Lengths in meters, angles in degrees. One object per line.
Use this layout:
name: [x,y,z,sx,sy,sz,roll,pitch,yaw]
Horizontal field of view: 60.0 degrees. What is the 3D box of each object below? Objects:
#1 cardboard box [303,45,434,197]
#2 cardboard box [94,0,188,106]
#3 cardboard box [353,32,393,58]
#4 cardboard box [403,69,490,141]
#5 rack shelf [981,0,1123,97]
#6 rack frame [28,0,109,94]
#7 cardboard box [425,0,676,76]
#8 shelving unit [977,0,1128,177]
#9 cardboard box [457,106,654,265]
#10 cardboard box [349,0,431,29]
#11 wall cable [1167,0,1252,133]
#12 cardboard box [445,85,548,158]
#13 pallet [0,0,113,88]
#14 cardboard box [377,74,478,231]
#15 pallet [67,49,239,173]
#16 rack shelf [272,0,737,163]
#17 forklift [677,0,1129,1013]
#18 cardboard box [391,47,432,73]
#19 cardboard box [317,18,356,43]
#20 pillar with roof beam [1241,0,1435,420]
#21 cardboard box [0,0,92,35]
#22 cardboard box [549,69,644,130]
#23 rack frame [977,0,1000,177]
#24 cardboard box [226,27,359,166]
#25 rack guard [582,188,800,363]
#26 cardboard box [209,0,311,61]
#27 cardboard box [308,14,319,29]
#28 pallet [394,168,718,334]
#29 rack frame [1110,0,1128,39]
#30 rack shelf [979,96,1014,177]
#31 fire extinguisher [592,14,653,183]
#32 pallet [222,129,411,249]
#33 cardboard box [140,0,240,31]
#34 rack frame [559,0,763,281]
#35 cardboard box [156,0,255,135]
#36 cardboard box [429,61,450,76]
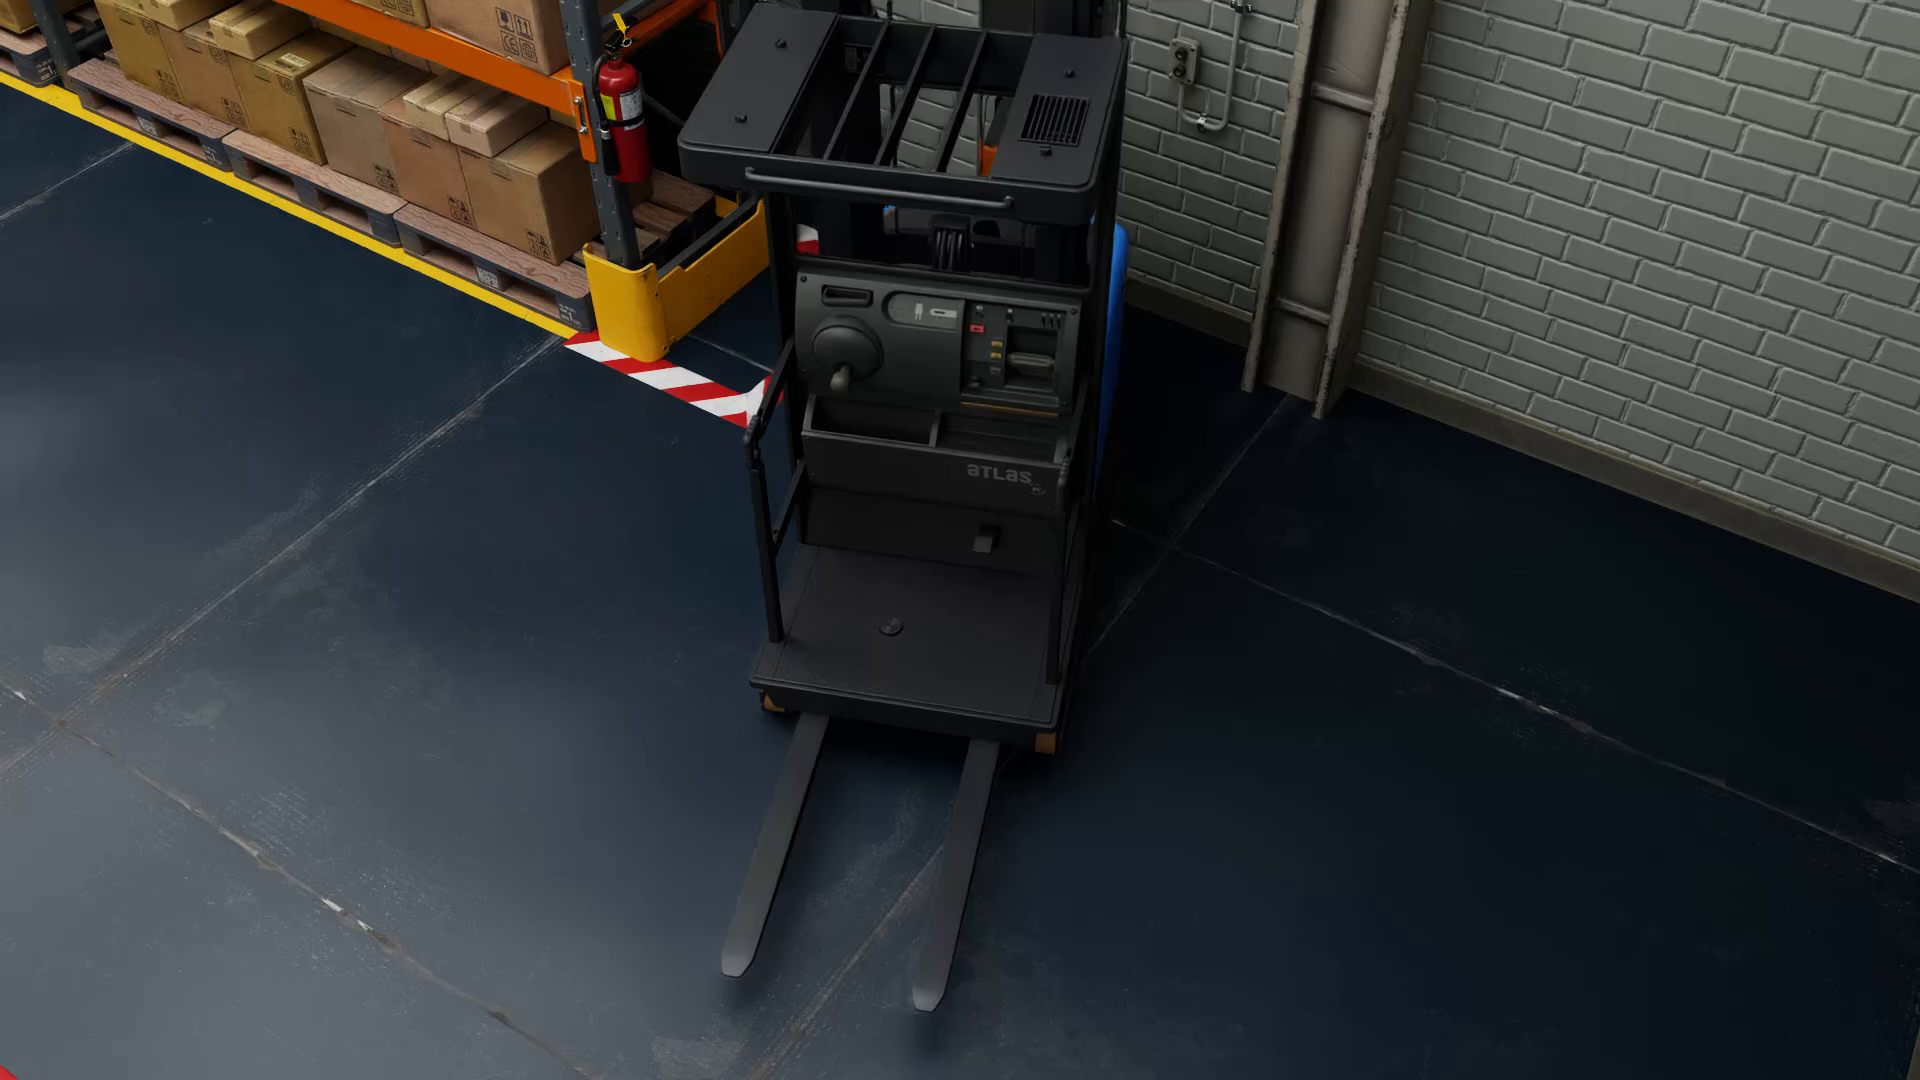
cardboard box: [-2.730,-2.133,8.181,0.500,0.500,0.700,23,50,21]
cardboard box: [-4.034,-2.732,8.763,0.500,0.500,0.700,25,51,23]
cardboard box: [-2.740,-2.533,8.118,0.250,0.149,0.380,25,51,22]
cardboard box: [-2.307,-2.009,7.609,0.250,0.149,0.380,26,51,23]
rack shelf: [0.355,-1.973,6.242,0.480,0.518,0.431,9,46,8]
rack frame: [-4.609,-3.808,8.359,0.127,3.000,1.000,25,51,22]
cardboard box: [-1.676,-2.555,6.932,0.700,0.700,0.980,27,52,24]
shelving unit: [0.353,-1.488,6.727,0.503,2.100,0.431,9,46,8]
cardboard box: [-1.885,-1.745,7.804,0.500,0.500,0.700,25,51,22]
cardboard box: [-2.295,-2.830,7.199,0.700,0.700,0.980,24,51,22]
wall cable: [0.347,-2.689,6.563,1.851,1.984,0.084,25,51,22]
cardboard box: [-2.091,-1.911,7.513,0.250,0.149,0.380,24,51,22]
pallet: [-5.299,-3.089,9.605,1.213,0.211,1.003,25,51,22]
cardboard box: [-2.306,-1.939,7.993,0.500,0.500,0.700,25,51,22]
pallet: [-4.011,-2.495,9.027,1.213,0.211,1.003,25,51,22]
rack shelf: [-2.925,-2.783,7.864,4.000,0.370,1.077,25,51,22]
forklift: [-0.117,-0.543,5.234,1.130,2.935,3.031,8,46,8]
cardboard box: [-2.523,-2.434,8.022,0.250,0.149,0.380,25,51,23]
cardboard box: [-2.953,-2.632,8.214,0.250,0.149,0.380,24,50,21]
pillar with roof beam: [-0.826,-1.228,1.669,0.400,9.000,9.100,25,51,22]
cardboard box: [-5.226,-3.378,9.147,0.750,0.750,0.750,25,51,23]
cardboard box: [-1.672,-2.044,7.642,0.250,0.149,0.380,25,51,22]
rack frame: [0.114,-1.524,6.762,0.015,2.100,0.400,9,46,8]
cardboard box: [-3.183,-2.335,8.378,0.500,0.500,0.700,26,51,23]
rack guard: [-1.221,-1.379,7.741,0.348,0.500,1.175,25,51,22]
cardboard box: [-3.405,-2.513,8.098,0.250,0.149,0.380,23,50,21]
cardboard box: [-3.170,-2.731,8.310,0.250,0.149,0.380,25,51,22]
pallet: [-1.957,-1.550,8.109,1.213,0.211,1.003,25,51,22]
rack frame: [0.592,-1.452,6.692,0.015,2.100,0.400,9,46,8]
rack shelf: [0.353,-1.478,6.737,0.480,0.518,0.431,9,46,8]
fire extinguisher: [-1.364,-1.765,6.688,0.183,0.674,0.296,25,51,22]
pallet: [-2.980,-2.023,8.568,1.213,0.211,1.003,25,51,22]
cardboard box: [-3.845,-2.715,8.295,0.250,0.149,0.380,26,51,23]
rack frame: [-1.242,-2.259,6.854,0.127,3.000,1.000,25,51,22]
cardboard box: [-3.613,-2.535,8.572,0.500,0.500,0.700,24,51,22]
cardboard box: [-2.309,-2.336,7.927,0.250,0.149,0.380,25,51,22]
